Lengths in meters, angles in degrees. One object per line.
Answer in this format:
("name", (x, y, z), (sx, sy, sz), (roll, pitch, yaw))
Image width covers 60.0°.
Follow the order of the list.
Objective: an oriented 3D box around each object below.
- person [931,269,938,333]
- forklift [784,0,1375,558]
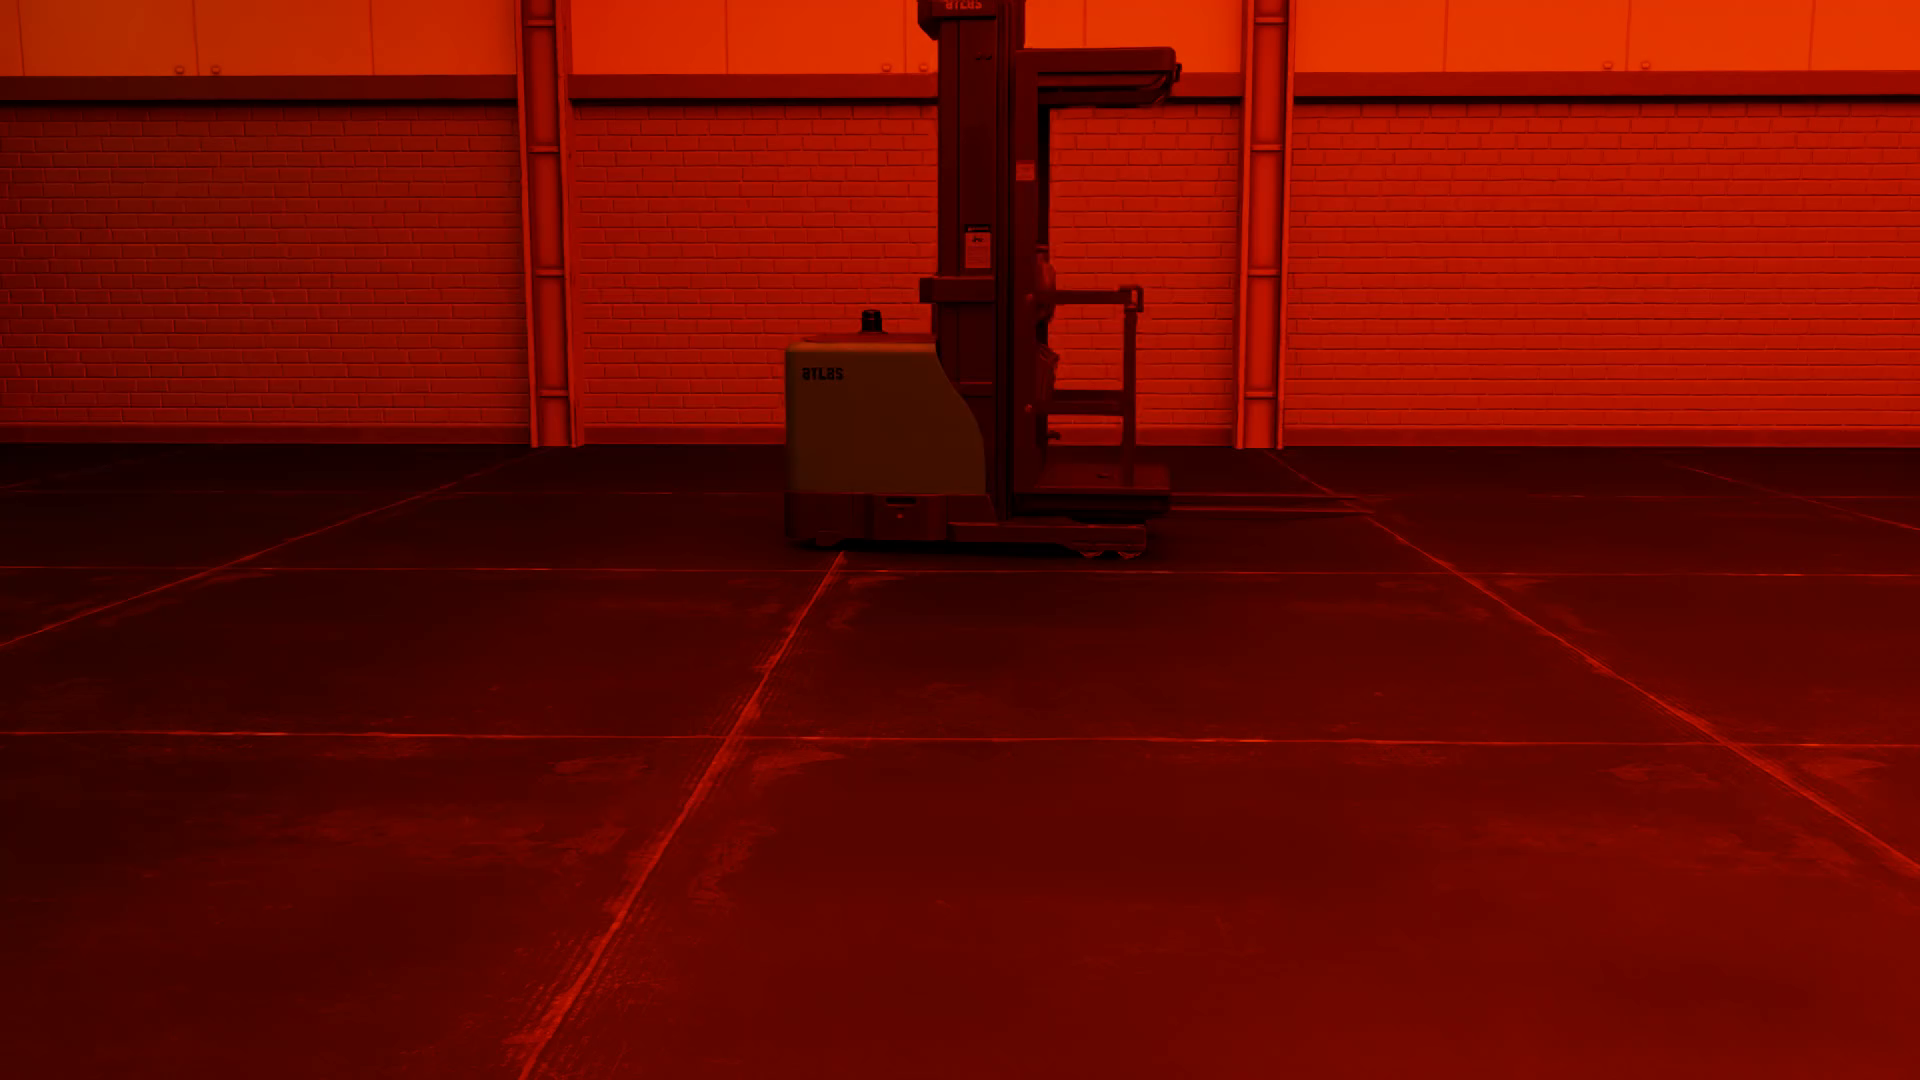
("person", (0.026, -1.158, 10.763), (0.427, 1.759, 0.799), (0, 9, 1))
("forklift", (0.635, -1.441, 8.731), (3.031, 2.935, 1.130), (1, 9, 6))
